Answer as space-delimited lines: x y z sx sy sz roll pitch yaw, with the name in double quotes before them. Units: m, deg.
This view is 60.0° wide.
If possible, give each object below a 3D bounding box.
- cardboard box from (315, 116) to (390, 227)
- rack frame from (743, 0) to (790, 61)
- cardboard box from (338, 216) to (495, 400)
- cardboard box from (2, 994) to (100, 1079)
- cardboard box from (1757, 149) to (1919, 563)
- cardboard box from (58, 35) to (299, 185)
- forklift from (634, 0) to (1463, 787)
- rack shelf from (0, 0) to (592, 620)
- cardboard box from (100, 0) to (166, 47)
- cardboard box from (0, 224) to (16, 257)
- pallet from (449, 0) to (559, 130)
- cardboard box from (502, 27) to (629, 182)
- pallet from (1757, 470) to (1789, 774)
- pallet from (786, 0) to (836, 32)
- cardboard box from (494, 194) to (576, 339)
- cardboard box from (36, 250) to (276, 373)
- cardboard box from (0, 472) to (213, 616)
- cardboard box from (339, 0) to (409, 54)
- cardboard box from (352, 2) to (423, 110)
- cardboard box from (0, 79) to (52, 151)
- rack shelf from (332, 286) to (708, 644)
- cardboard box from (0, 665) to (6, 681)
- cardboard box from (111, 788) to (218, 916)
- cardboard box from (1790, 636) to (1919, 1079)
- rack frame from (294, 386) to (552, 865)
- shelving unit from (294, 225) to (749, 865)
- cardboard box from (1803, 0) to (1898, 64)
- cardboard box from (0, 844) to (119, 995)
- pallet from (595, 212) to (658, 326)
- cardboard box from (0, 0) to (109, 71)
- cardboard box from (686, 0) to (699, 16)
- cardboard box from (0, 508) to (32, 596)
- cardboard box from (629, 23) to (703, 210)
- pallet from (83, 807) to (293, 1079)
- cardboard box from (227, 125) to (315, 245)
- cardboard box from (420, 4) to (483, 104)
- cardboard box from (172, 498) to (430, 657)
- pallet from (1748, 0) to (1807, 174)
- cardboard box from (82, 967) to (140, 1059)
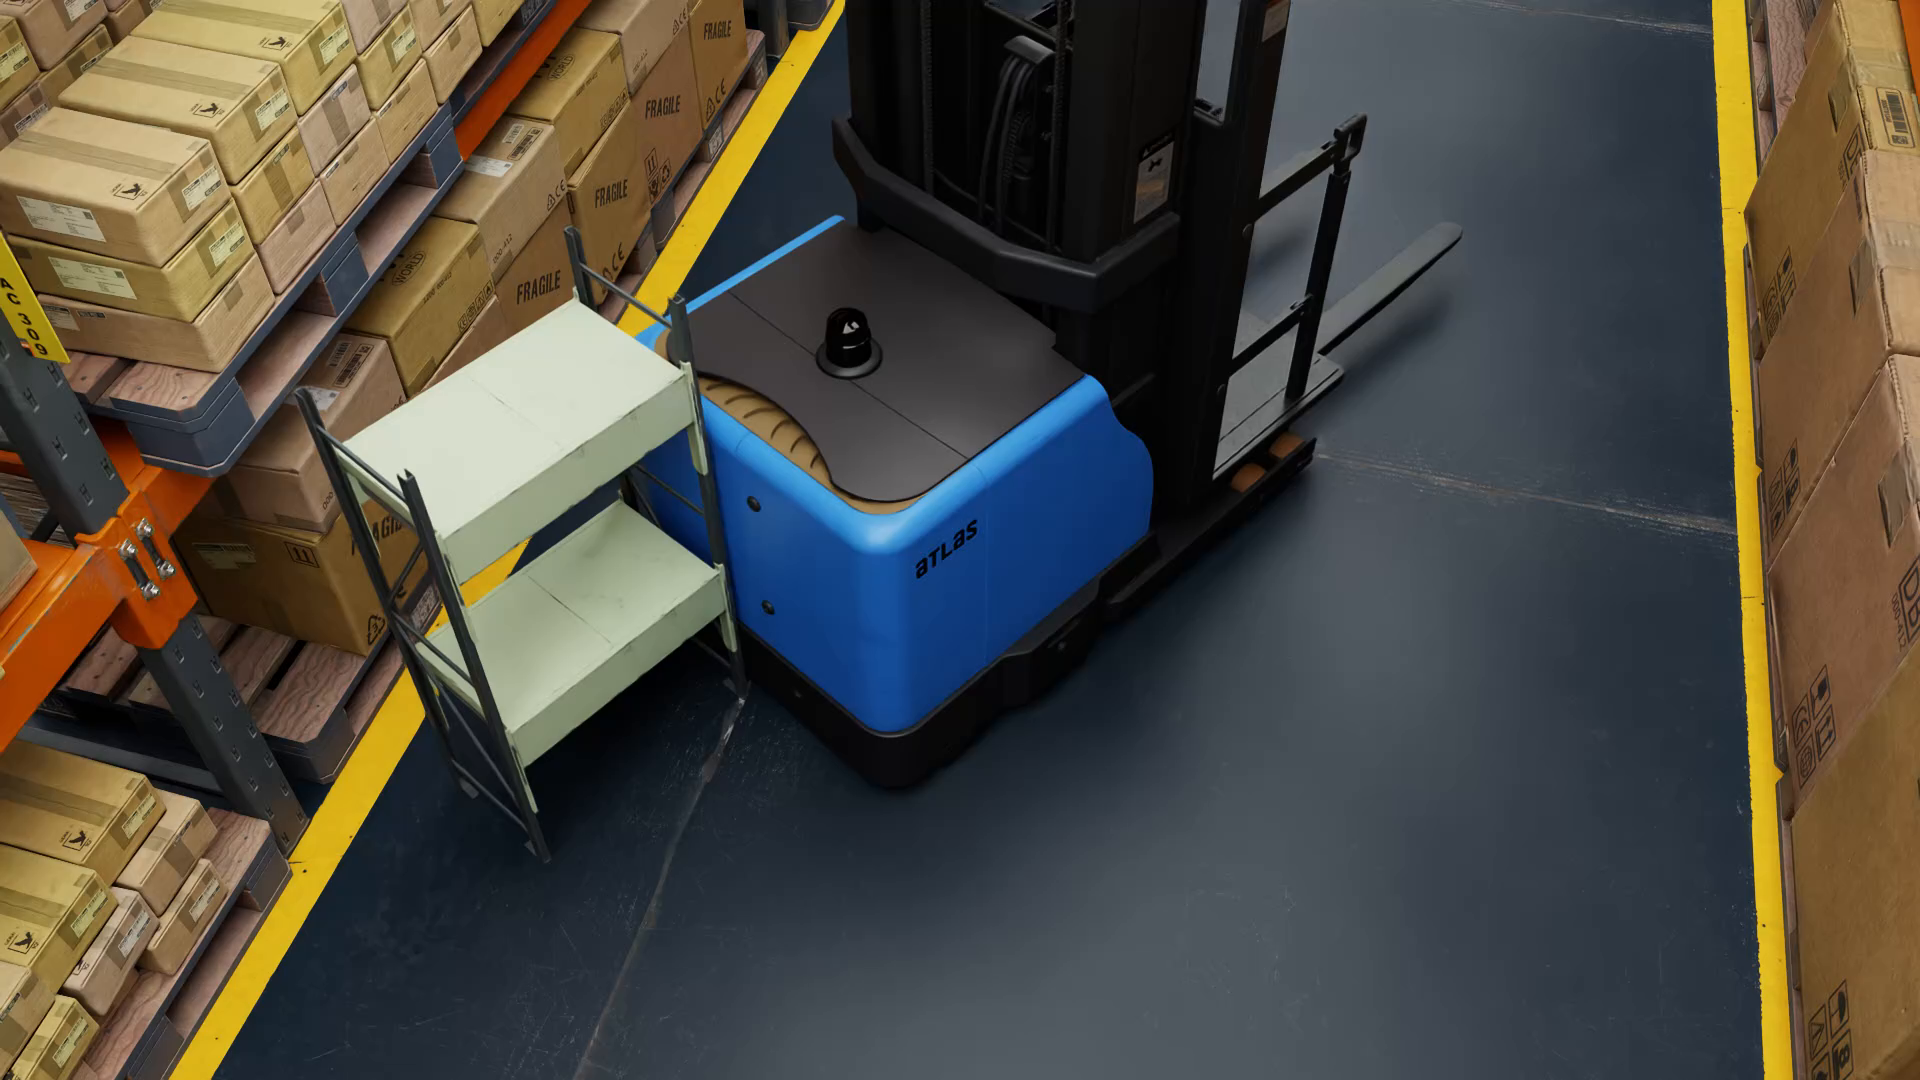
"cardboard box" -1.595 -0.903 3.934 0.380 0.149 0.250 12 50 10
"rack frame" -1.226 -3.165 6.042 1.000 3.000 0.127 12 50 10
"cardboard box" -1.692 -0.699 4.754 0.500 0.250 0.500 13 50 11
"cardboard box" -2.168 1.121 3.683 0.380 0.149 0.250 10 49 9
"cardboard box" 3.088 -0.410 4.749 1.225 0.875 0.875 12 50 10
"cardboard box" -1.664 -0.921 3.553 0.380 0.149 0.250 13 50 11
"forklift" 0.502 -1.298 4.440 1.130 2.935 3.031 36 58 28
"rack shelf" -1.753 -1.480 5.035 1.077 0.370 4.000 12 50 10
"cardboard box" -2.161 -1.321 4.104 0.380 0.149 0.250 10 49 9
"cardboard box" -2.366 -0.654 3.714 0.380 0.149 0.250 11 49 9
"pallet" -1.708 -1.661 4.844 1.003 0.211 1.213 12 50 10
"cardboard box" -1.425 -1.446 5.413 0.500 0.250 0.500 13 50 11
"pallet" 2.929 0.245 4.893 1.003 0.211 1.213 12 50 10
"pallet" -0.946 -2.797 7.578 1.003 0.211 1.213 12 50 10
"cardboard box" -1.566 -0.830 5.369 0.500 0.500 0.500 12 50 11
"cardboard box" -1.732 -0.521 3.597 0.380 0.149 0.250 9 49 8
"cardboard box" -2.327 -0.168 4.785 0.500 0.500 0.500 11 49 9
"cardboard box" -1.526 -1.286 3.875 0.380 0.149 0.250 11 49 10
"cardboard box" -1.530 -1.183 3.982 0.380 0.149 0.250 10 49 8
"cardboard box" -2.297 -0.943 3.771 0.380 0.149 0.250 12 50 10
"rack shelf" -1.016 -0.190 3.897 0.431 0.370 0.720 34 57 26
"cardboard box" -2.091 0.272 3.177 0.380 0.149 0.250 10 49 9
"cardboard box" -2.055 0.725 4.032 0.380 0.149 0.250 12 50 11
"cardboard box" 2.628 0.878 3.612 1.225 0.875 0.875 12 50 10
"rack frame" -1.259 0.273 4.008 0.400 1.500 0.023 34 57 26
"shelving unit" -1.016 0.068 4.189 0.431 1.500 0.755 34 57 26
"cardboard box" 3.689 -1.920 6.318 0.700 0.500 0.500 9 49 8
"cardboard box" -2.151 0.837 3.735 0.380 0.149 0.250 12 50 11
"pallet" -1.757 -0.797 5.813 1.003 0.211 1.213 12 50 10
"cardboard box" -2.222 -1.234 3.829 0.380 0.149 0.250 10 49 9
"cardboard box" -1.154 -2.178 6.059 0.500 0.250 0.500 11 49 9
"cardboard box" -2.134 0.003 2.982 0.500 0.500 0.500 12 50 10
"cardboard box" -1.288 -1.574 6.026 0.500 0.500 0.500 13 50 12
"pallet" -2.422 1.144 4.100 1.003 0.211 1.213 12 50 10
"cardboard box" -1.666 -0.808 3.651 0.380 0.149 0.250 11 49 9
"cardboard box" -1.461 -1.269 4.257 0.380 0.149 0.250 10 49 8
"cardboard box" -1.829 -0.065 4.694 0.500 0.500 0.500 13 50 11
"pallet" 3.739 -1.755 6.658 1.003 0.211 1.213 12 50 10
"cardboard box" -2.203 1.055 3.939 0.380 0.149 0.250 13 50 11
